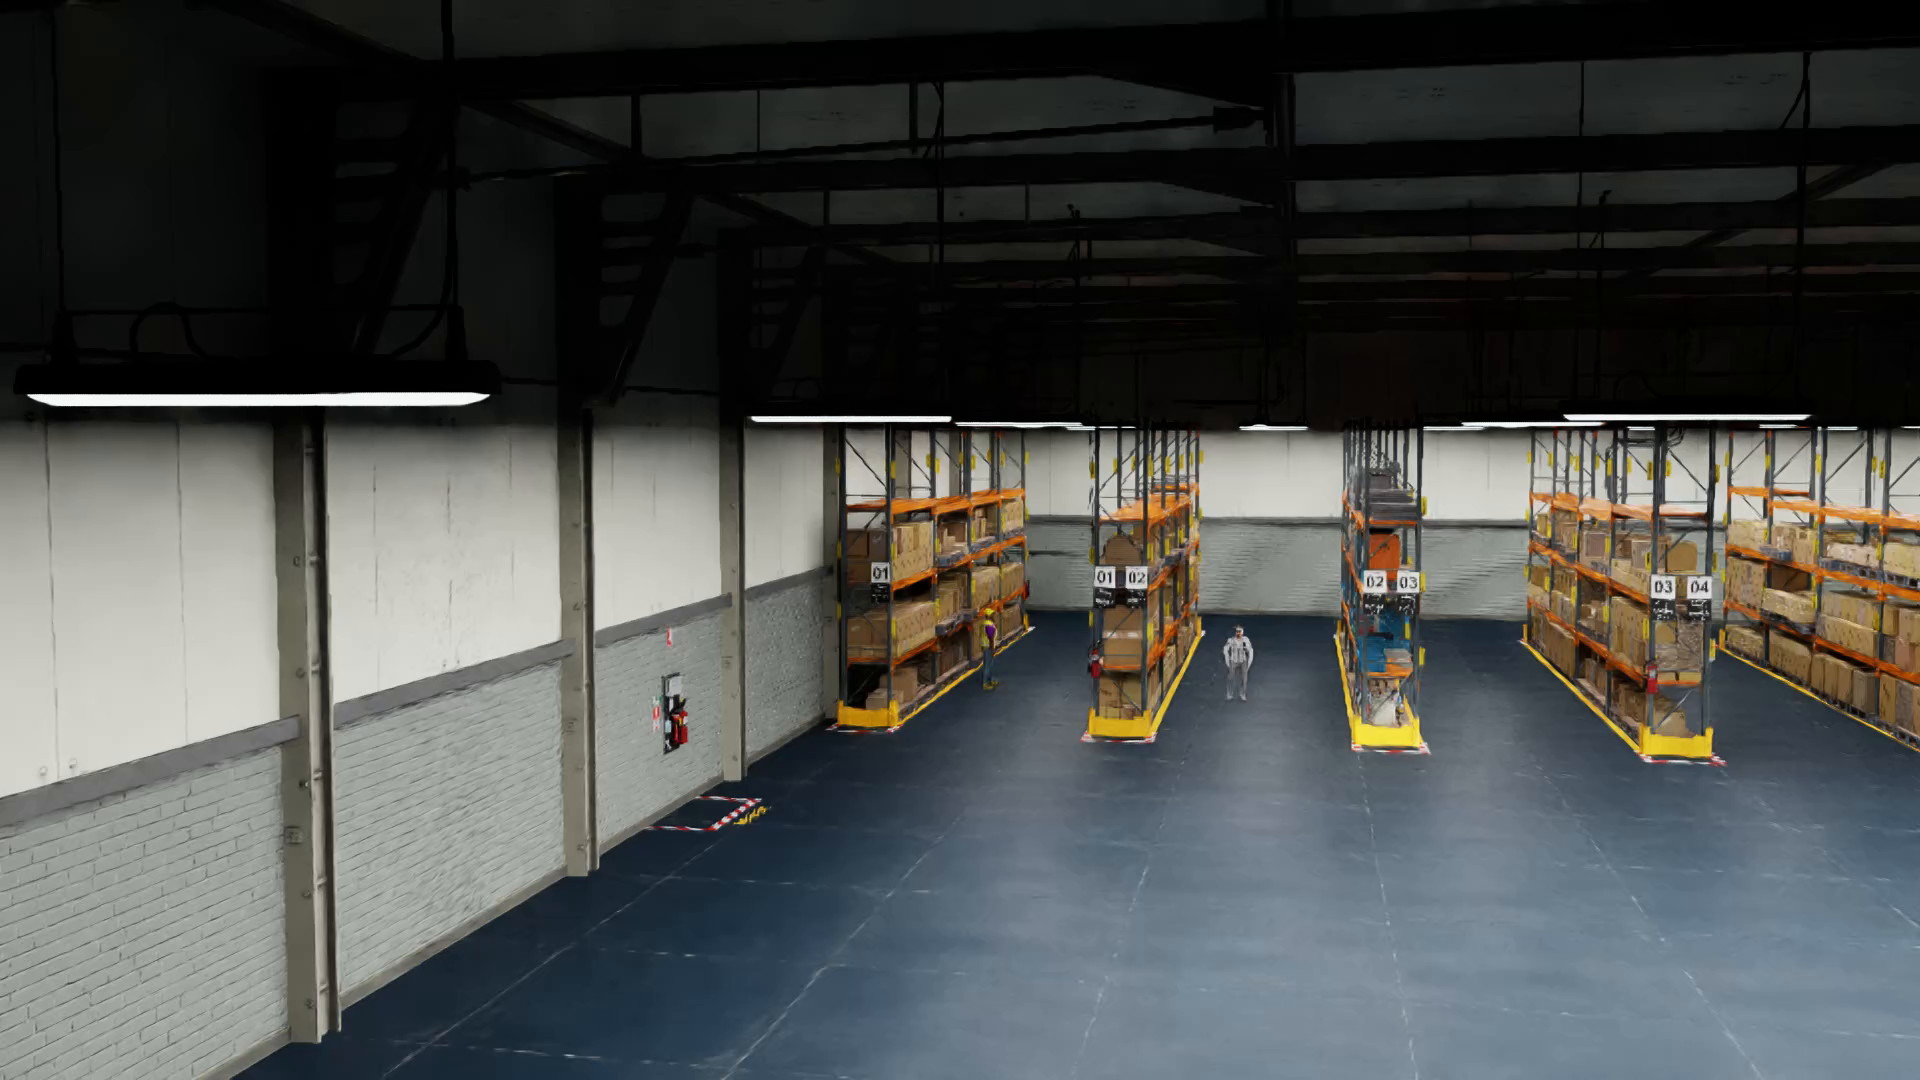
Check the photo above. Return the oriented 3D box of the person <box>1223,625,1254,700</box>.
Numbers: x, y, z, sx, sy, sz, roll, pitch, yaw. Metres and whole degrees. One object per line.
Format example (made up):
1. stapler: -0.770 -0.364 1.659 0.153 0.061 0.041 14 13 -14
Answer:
1. person: 5.954 2.609 35.569 0.639 1.628 0.512 1 4 10

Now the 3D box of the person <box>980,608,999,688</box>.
1. person: 0.686 2.402 37.232 0.469 1.766 0.640 -1 4 -13

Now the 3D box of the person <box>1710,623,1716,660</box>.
1. person: 18.748 2.207 41.831 0.525 1.588 0.603 1 4 20
